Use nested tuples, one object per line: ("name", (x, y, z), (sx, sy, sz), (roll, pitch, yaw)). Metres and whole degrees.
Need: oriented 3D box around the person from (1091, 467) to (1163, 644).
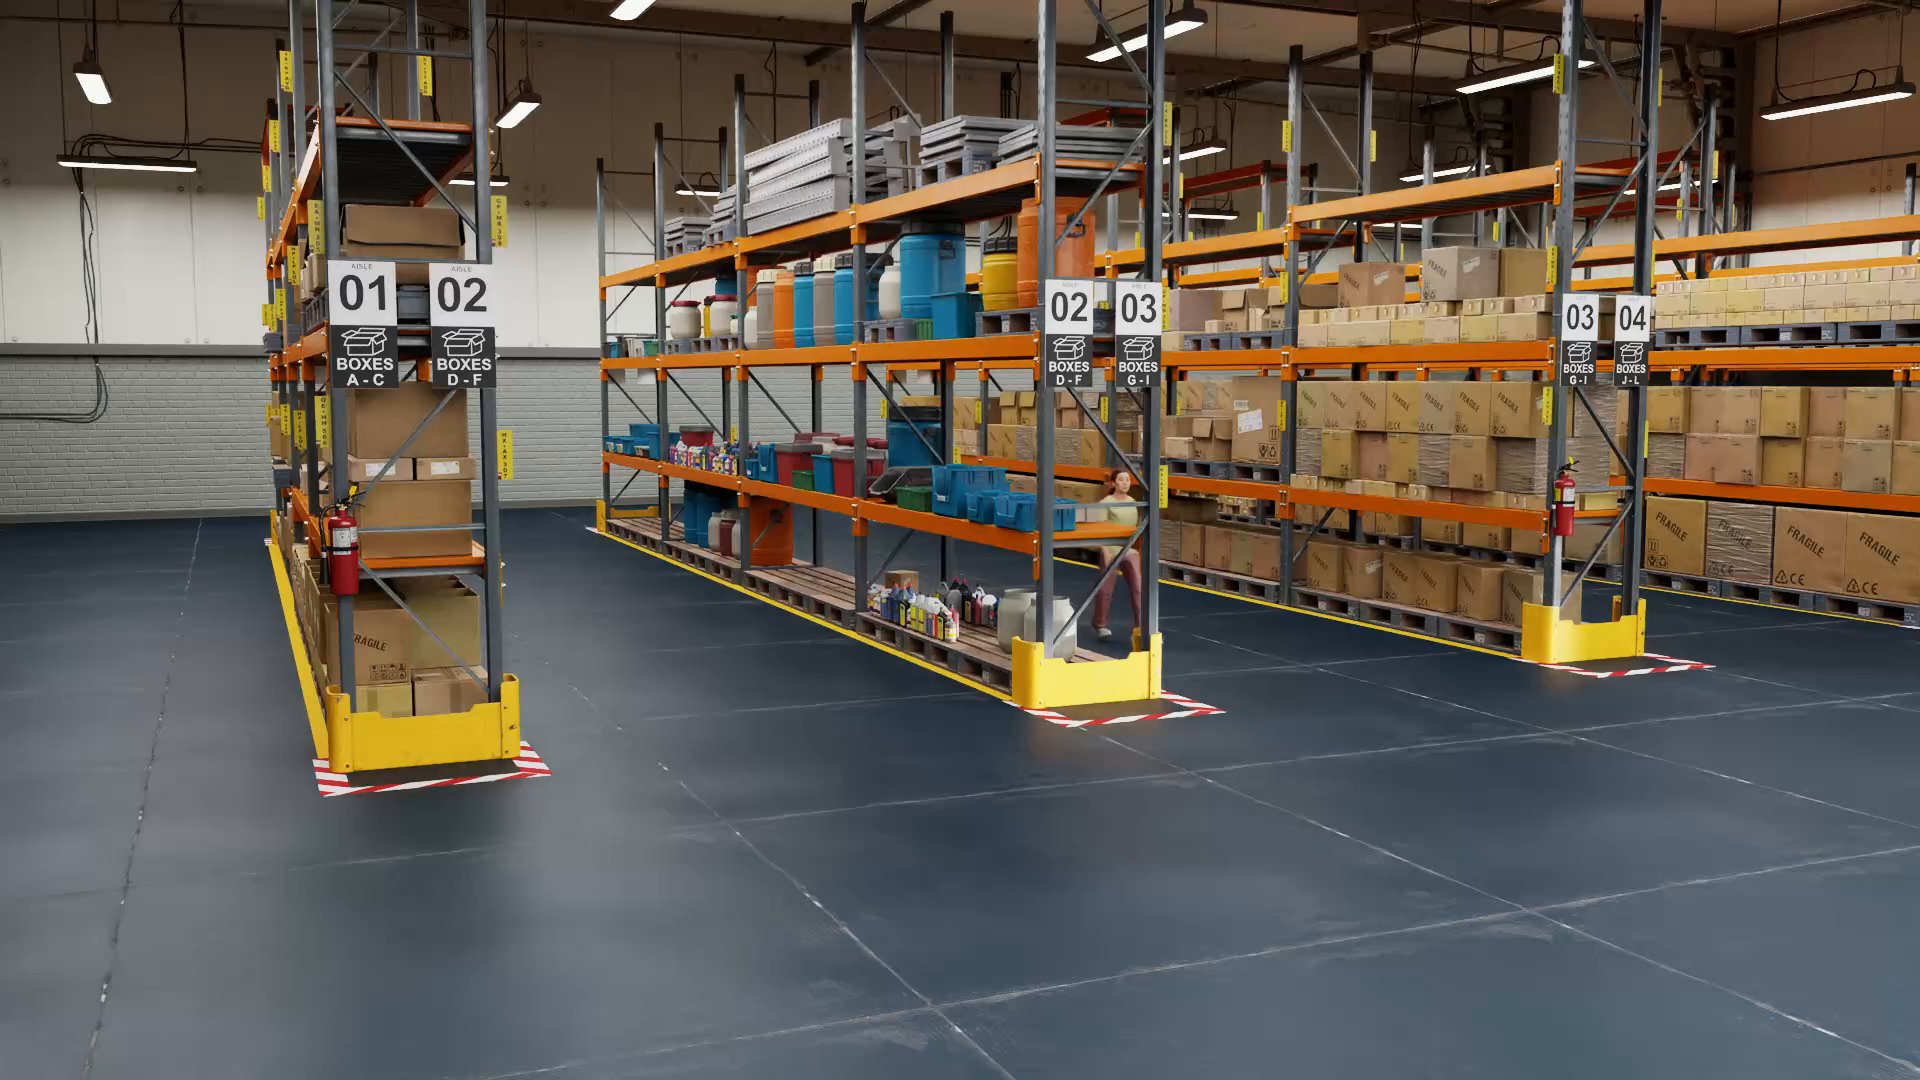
("person", (1.503, 0.136, 15.402), (0.459, 1.611, 1.028), (-2, 6, -20))
